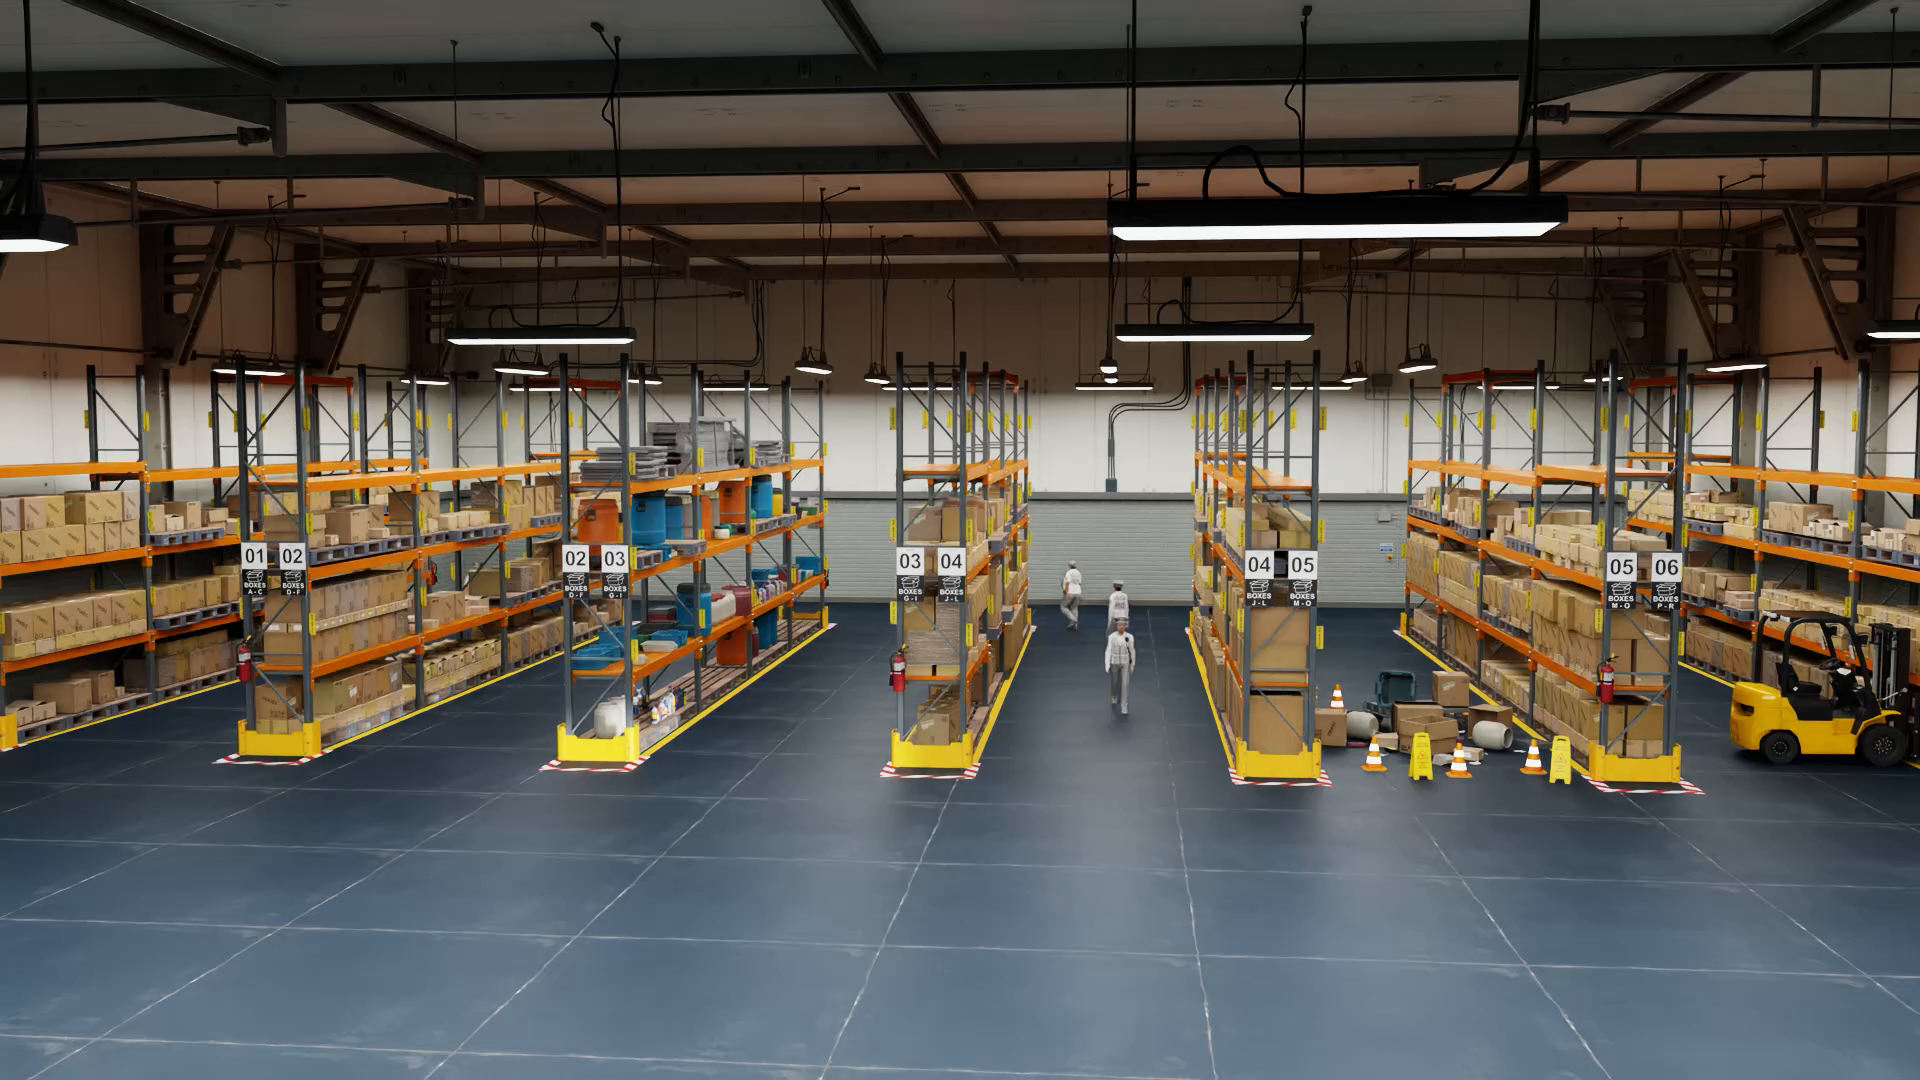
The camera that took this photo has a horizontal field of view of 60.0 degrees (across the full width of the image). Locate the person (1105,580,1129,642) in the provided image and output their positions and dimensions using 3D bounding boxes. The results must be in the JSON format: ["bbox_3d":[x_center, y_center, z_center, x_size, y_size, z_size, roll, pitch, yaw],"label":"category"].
[{"bbox_3d":[3.332,1.681,34.940,0.526,1.681,0.433,-2,5,-29],"label":"person"}]

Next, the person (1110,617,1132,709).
[{"bbox_3d":[2.786,2.097,28.769,0.379,1.578,0.855,0,4,5],"label":"person"}]

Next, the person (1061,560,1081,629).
[{"bbox_3d":[2.710,1.326,40.070,0.536,1.669,0.464,-3,5,-36],"label":"person"}]

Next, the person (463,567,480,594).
[{"bbox_3d":[-11.361,1.350,39.095,0.539,1.604,0.895,0,4,3],"label":"person"}]
